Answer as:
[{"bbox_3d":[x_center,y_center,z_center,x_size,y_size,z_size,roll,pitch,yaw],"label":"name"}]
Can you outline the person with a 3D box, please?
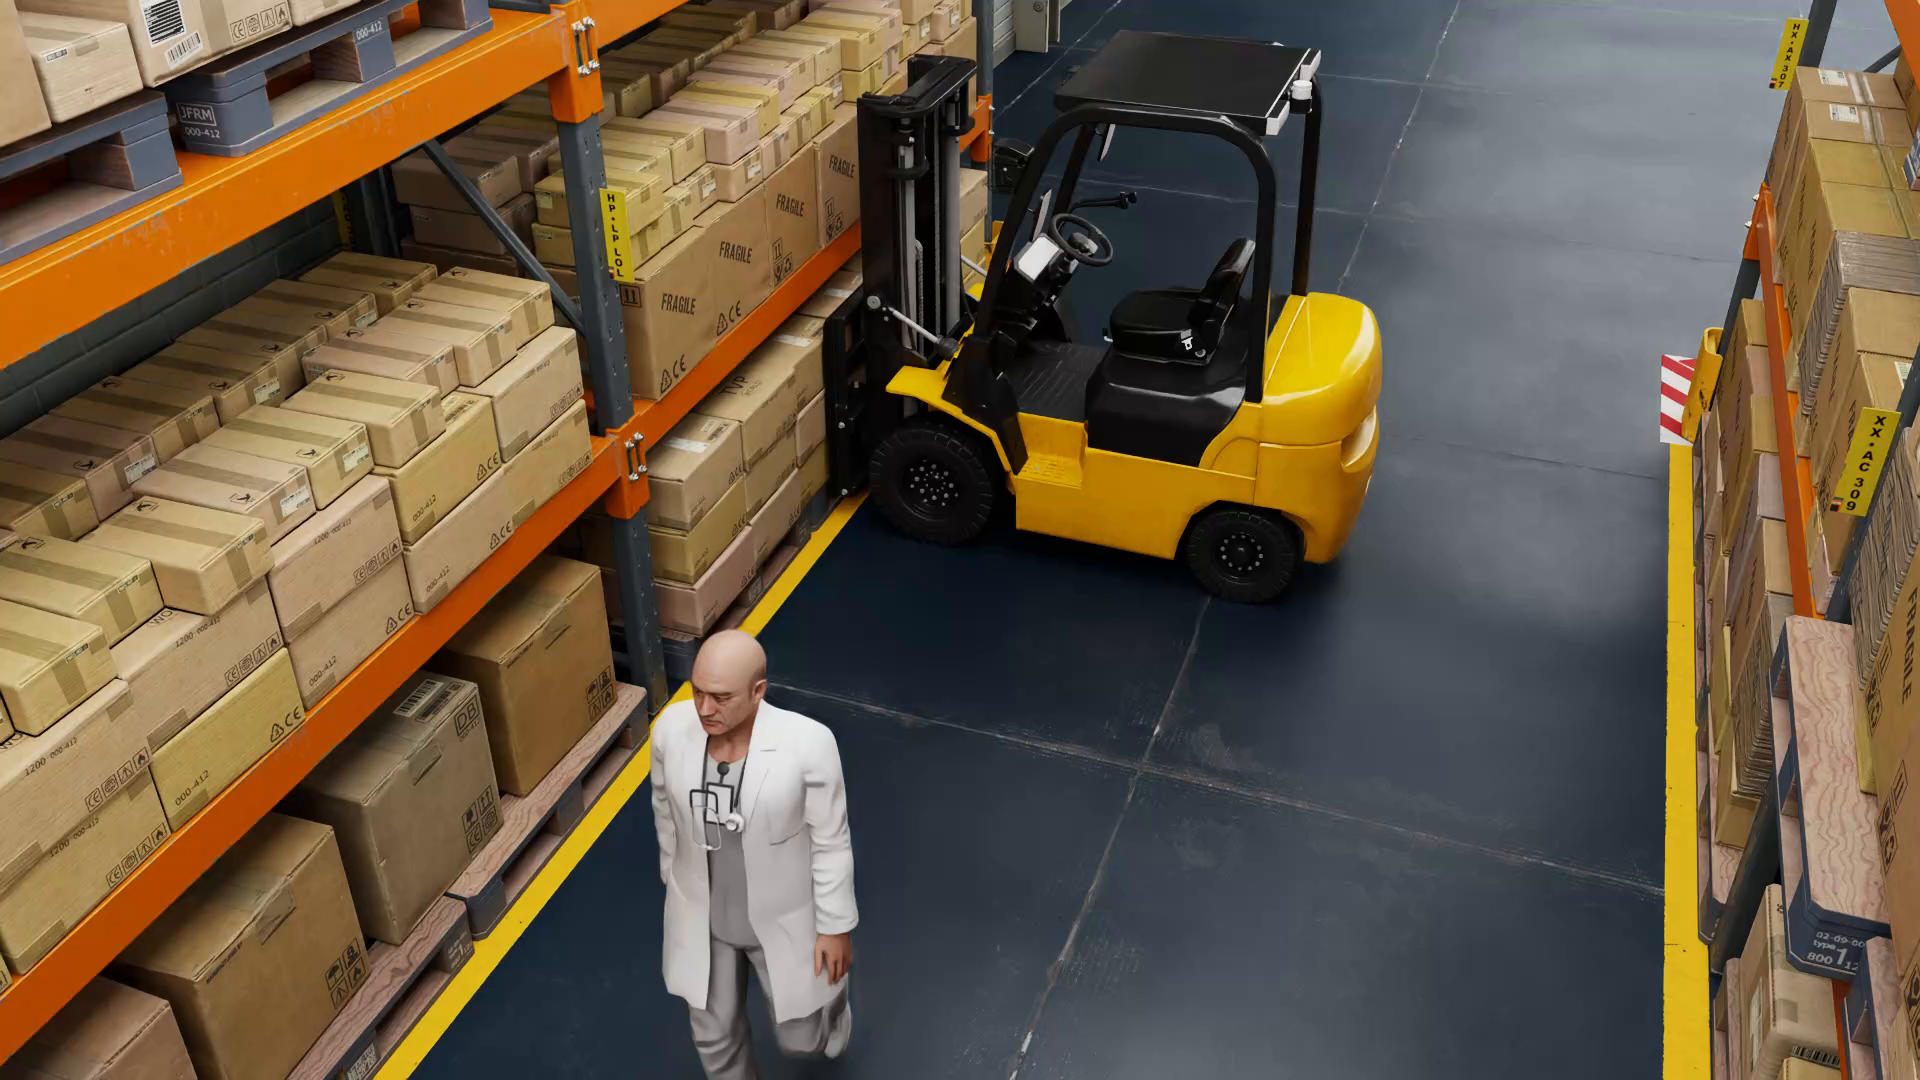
[{"bbox_3d":[-0.551,0.976,4.589,0.604,1.764,0.717,7,34,11],"label":"person"}]
